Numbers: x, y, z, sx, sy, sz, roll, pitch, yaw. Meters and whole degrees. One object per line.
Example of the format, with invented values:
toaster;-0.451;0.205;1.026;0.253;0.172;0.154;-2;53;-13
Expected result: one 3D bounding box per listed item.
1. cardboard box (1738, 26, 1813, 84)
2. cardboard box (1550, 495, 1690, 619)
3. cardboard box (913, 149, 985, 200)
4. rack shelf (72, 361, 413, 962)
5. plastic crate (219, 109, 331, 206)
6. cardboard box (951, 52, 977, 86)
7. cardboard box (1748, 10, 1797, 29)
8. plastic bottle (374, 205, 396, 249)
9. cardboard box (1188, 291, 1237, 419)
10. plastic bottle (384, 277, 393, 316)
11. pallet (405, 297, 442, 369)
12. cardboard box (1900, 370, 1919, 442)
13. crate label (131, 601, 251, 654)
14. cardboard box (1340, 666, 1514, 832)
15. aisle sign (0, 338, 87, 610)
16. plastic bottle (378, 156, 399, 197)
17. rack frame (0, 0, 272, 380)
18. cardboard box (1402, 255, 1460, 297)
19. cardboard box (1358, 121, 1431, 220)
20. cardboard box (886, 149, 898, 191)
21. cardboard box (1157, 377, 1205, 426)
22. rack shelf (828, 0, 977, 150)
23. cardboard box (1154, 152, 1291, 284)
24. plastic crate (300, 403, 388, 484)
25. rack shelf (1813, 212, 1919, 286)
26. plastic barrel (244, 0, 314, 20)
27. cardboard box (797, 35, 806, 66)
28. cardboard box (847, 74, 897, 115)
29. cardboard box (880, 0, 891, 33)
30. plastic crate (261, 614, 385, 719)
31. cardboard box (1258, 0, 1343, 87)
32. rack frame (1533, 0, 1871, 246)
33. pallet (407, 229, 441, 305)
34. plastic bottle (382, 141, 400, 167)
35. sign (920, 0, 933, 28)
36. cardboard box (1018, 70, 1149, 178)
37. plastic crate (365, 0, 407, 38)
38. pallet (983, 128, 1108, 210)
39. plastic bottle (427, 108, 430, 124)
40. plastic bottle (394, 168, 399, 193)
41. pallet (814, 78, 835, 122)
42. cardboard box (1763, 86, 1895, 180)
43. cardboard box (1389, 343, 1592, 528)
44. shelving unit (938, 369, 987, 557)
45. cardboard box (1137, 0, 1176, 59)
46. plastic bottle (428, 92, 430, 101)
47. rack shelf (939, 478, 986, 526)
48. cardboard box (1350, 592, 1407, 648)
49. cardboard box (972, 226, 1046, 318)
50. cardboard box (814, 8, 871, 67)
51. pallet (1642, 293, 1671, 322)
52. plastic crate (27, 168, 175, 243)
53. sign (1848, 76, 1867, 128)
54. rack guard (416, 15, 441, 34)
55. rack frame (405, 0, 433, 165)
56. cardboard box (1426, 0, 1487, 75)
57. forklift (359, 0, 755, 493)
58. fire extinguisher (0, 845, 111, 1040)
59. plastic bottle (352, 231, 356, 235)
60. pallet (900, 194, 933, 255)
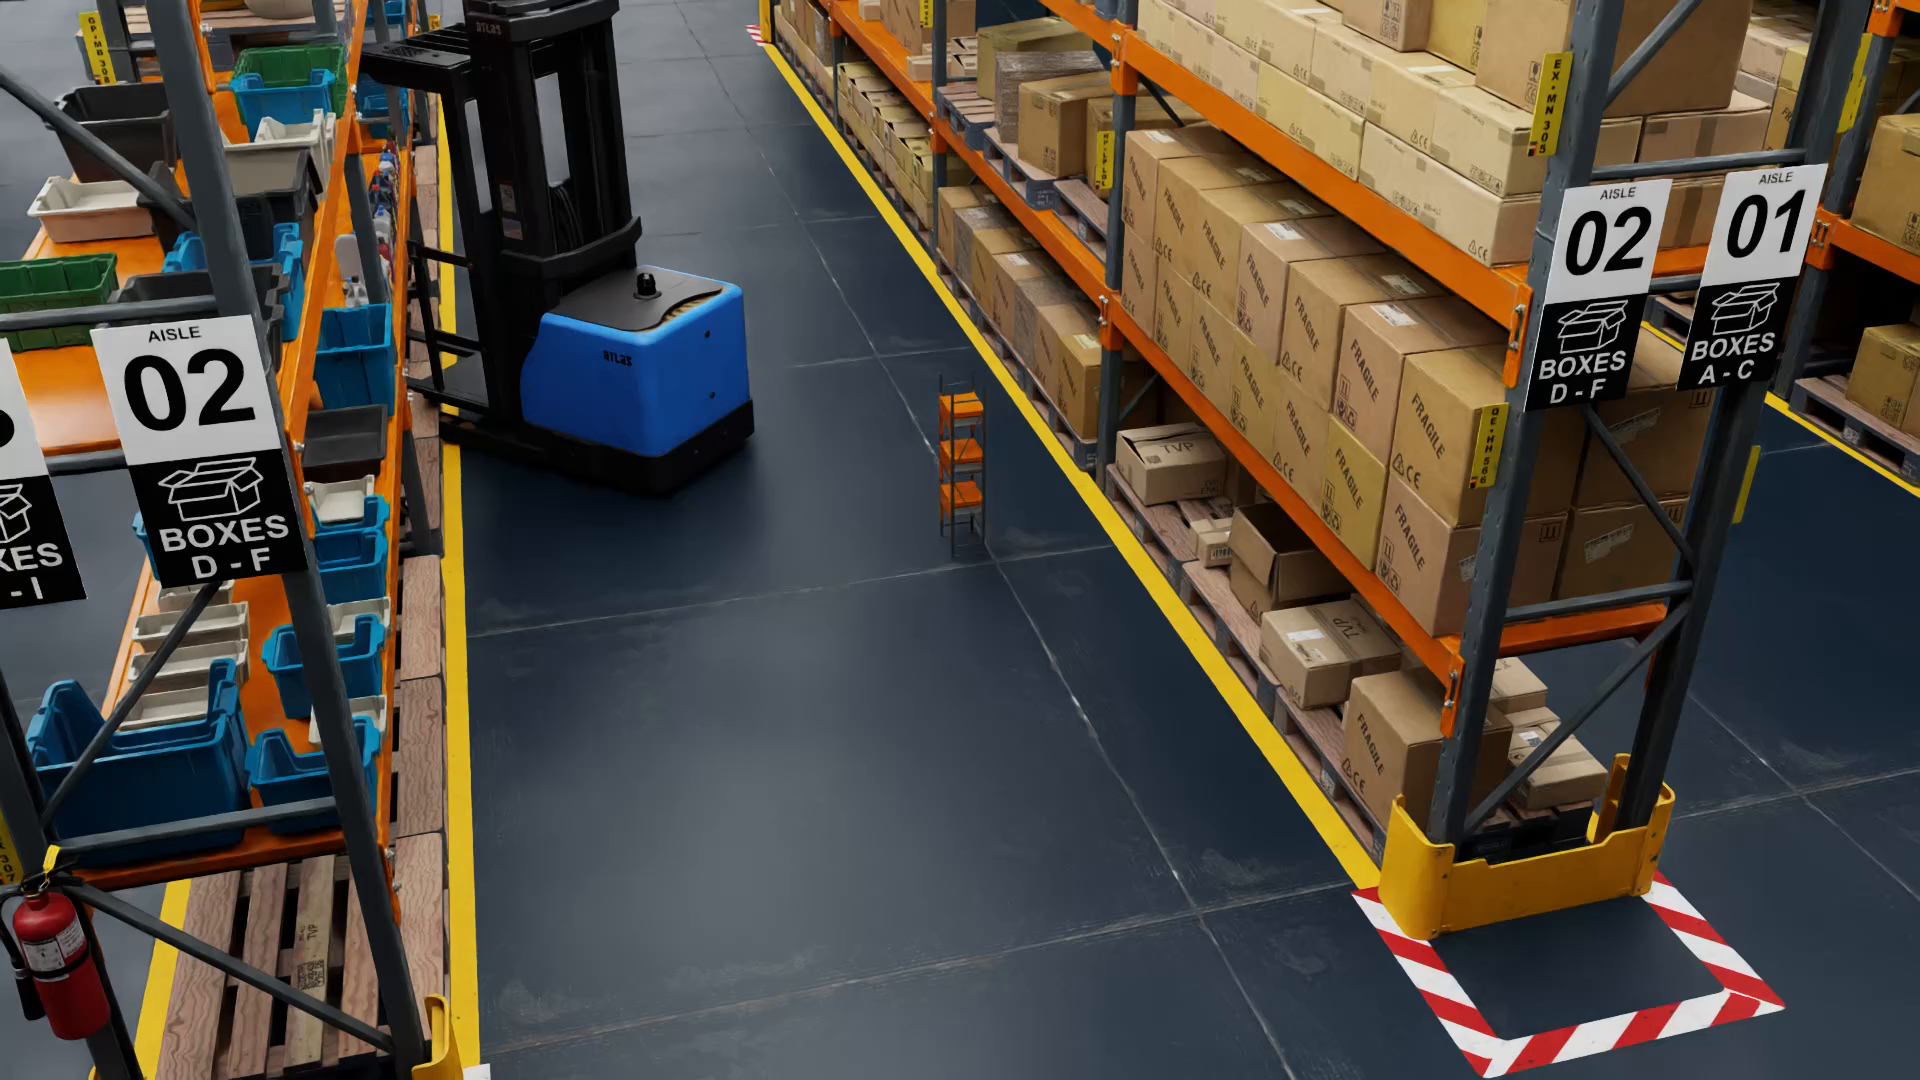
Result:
cardboard box;5.619;-3.294;11.281;0.500;0.250;0.500;-7;31;-12
cardboard box;2.539;-0.049;6.740;0.500;0.500;0.500;-7;31;-12
cardboard box;-0.097;-3.075;13.834;0.500;0.311;0.500;-7;31;-12
rack shelf;-2.905;0.246;7.049;1.077;0.370;4.000;-8;31;-13
plastic crate;-2.665;-1.458;6.398;0.437;0.282;0.530;-8;31;-13
cardboard box;0.225;-3.763;13.346;0.500;0.311;0.500;-6;31;-10
cardboard box;5.484;-3.540;11.706;0.500;0.250;0.500;-7;31;-12
plastic bottle;-3.529;-1.916;10.194;0.097;0.271;0.097;0;30;0
cardboard box;1.483;-0.960;8.315;0.500;0.500;0.500;-8;31;-14
plastic bottle;-3.231;-1.374;9.258;0.097;0.271;0.097;0;30;0
pallet;-4.248;-1.381;11.925;1.003;0.211;1.213;-8;31;-13
cardboard box;6.346;-0.831;10.267;0.700;0.500;0.500;-8;31;-14
crate label;-2.925;0.346;6.362;0.396;0.136;0.243;-8;31;-13
cardboard box;2.021;0.905;7.248;0.500;0.500;0.500;-8;31;-13
aisle sign;-2.637;-0.151;4.421;0.394;0.787;0.004;-8;31;-13
plastic bottle;-3.801;-2.411;11.050;0.097;0.271;0.097;0;30;0
rack frame;-2.374;-1.696;3.697;1.000;3.000;0.127;-8;31;-13
cardboard box;2.265;-0.975;7.343;0.500;0.500;0.500;-7;31;-13
cardboard box;1.890;-1.446;6.409;0.500;0.250;0.500;-8;31;-13
cardboard box;-0.366;-3.325;14.826;0.500;0.250;0.500;-7;31;-12
cardboard box;1.448;-1.063;10.648;0.500;0.500;0.500;-9;31;-16
rack shelf;-0.252;-4.275;14.859;1.077;0.370;4.000;-8;31;-13
cardboard box;1.332;-1.650;8.509;0.500;0.500;0.500;-9;31;-15
plastic crate;-2.880;-0.433;7.719;0.437;0.125;0.590;-8;31;-13
rack shelf;6.647;-1.071;9.325;1.077;0.370;4.000;-8;31;-13
plastic barrel;-3.334;-2.858;8.144;0.433;0.535;0.433;0;30;0
cardboard box;-1.520;-5.462;18.518;0.500;0.250;0.500;-8;31;-13
cardboard box;-0.785;-4.311;15.970;0.500;0.311;0.500;-8;31;-14
cardboard box;-0.454;-4.968;15.239;0.500;0.500;0.500;-6;31;-10
plastic crate;-2.297;0.466;6.058;0.416;0.233;0.300;-8;31;-13
cardboard box;1.619;-2.144;7.116;0.500;0.250;0.500;-8;31;-13
rack frame;2.403;-2.353;4.832;1.000;3.000;0.127;-8;31;-13
pallet;-4.666;-2.136;13.229;1.003;0.211;1.213;-8;31;-13
plastic bottle;-3.966;-2.680;11.585;0.097;0.201;0.097;0;30;0
sign;-0.255;-4.046;12.590;0.100;0.325;0.005;-8;31;-13
cardboard box;0.813;-2.758;11.002;0.700;0.500;0.500;-16;34;-26
plastic crate;-4.966;-4.397;14.368;0.392;0.384;0.575;-8;31;-13
pallet;0.800;-2.598;11.436;1.003;0.211;1.213;-8;31;-13
plastic bottle;-5.275;-4.185;16.340;0.097;0.201;0.097;0;30;0
plastic bottle;-3.827;-2.428;11.149;0.097;0.201;0.097;0;30;0
pallet;-0.953;-4.735;17.719;1.003;0.211;1.213;-8;31;-13
cardboard box;5.750;-2.719;11.036;0.500;0.500;0.500;-8;31;-14
cardboard box;2.019;-0.411;6.367;0.500;0.500;0.500;-8;31;-14
shelving unit;0.014;-0.429;9.442;0.215;1.050;0.252;-8;31;-13
cardboard box;1.232;-2.654;8.496;0.500;0.250;0.500;-8;31;-13
plastic bottle;-5.536;-4.681;17.047;0.144;0.351;0.185;-8;31;-14
rack shelf;0.014;-0.179;9.587;0.215;0.259;0.240;-8;31;-13
cardboard box;2.266;0.460;8.266;0.500;0.250;0.500;-8;31;-13
cardboard box;0.397;-1.976;12.225;0.500;0.500;0.500;-8;31;-14
cardboard box;-1.238;-5.306;17.500;0.500;0.500;0.500;-8;31;-13
pallet;5.511;-2.095;13.158;1.003;0.211;1.213;-8;31;-13
plastic crate;-3.162;-1.249;6.182;0.437;0.136;0.530;-8;31;-13
sign;5.595;-2.739;10.410;0.100;0.325;0.005;-8;31;-13
rack guard;-6.555;-5.715;19.124;1.175;0.500;0.348;-8;31;-13
rack frame;-5.559;-4.895;15.213;1.000;3.000;0.127;-8;31;-13
cardboard box;2.199;-2.029;6.169;0.700;0.500;0.500;-8;31;-13
forklift;-2.877;-2.078;10.415;3.031;2.935;1.130;16;34;25
fire extinguisher;-2.772;1.229;5.082;0.296;0.674;0.183;-8;31;-13
plastic bottle;-3.614;-1.753;9.983;0.097;0.201;0.097;0;30;0
pallet;0.098;-2.816;14.404;1.003;0.211;1.213;-8;31;-13
